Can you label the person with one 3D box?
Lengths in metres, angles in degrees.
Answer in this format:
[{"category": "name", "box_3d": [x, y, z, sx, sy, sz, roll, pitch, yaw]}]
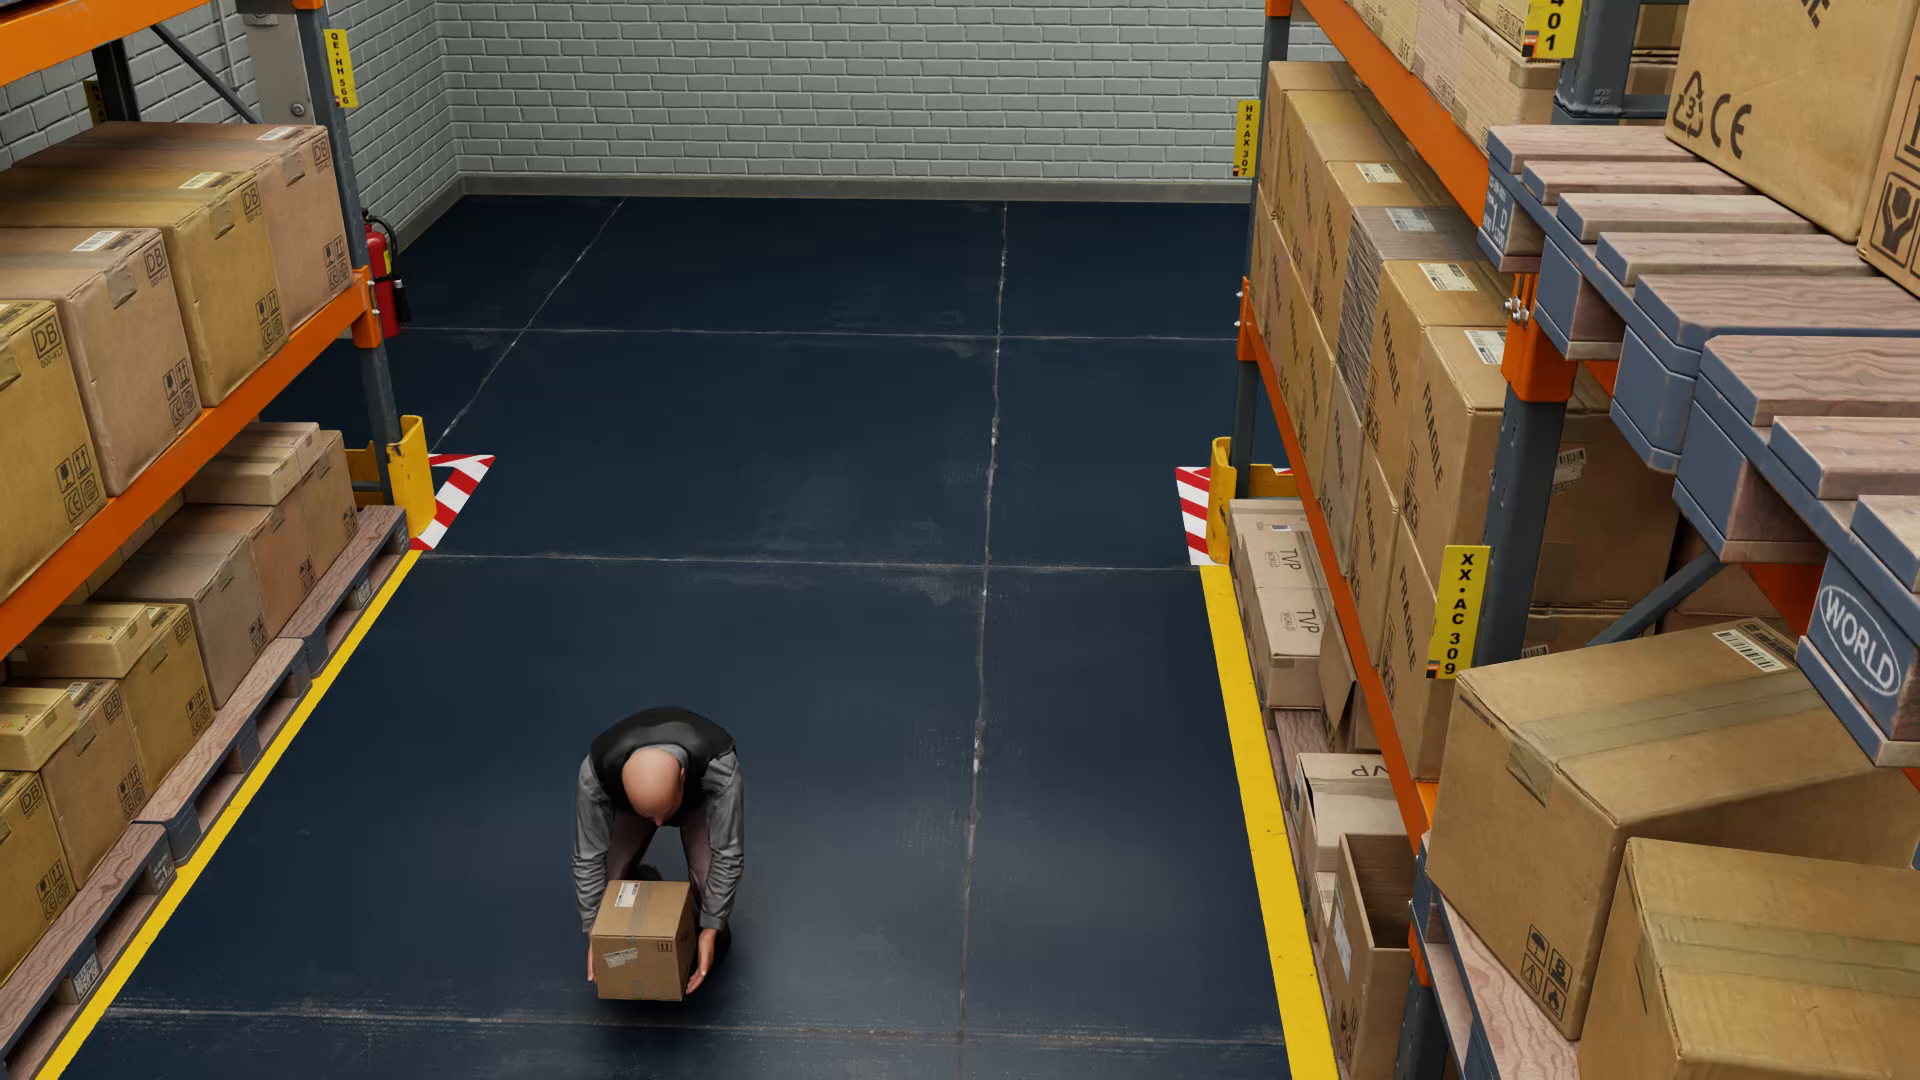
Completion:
[{"category": "person", "box_3d": [-0.921, 0.907, 5.232, 0.544, 0.977, 0.852, 1, 28, 2]}]
